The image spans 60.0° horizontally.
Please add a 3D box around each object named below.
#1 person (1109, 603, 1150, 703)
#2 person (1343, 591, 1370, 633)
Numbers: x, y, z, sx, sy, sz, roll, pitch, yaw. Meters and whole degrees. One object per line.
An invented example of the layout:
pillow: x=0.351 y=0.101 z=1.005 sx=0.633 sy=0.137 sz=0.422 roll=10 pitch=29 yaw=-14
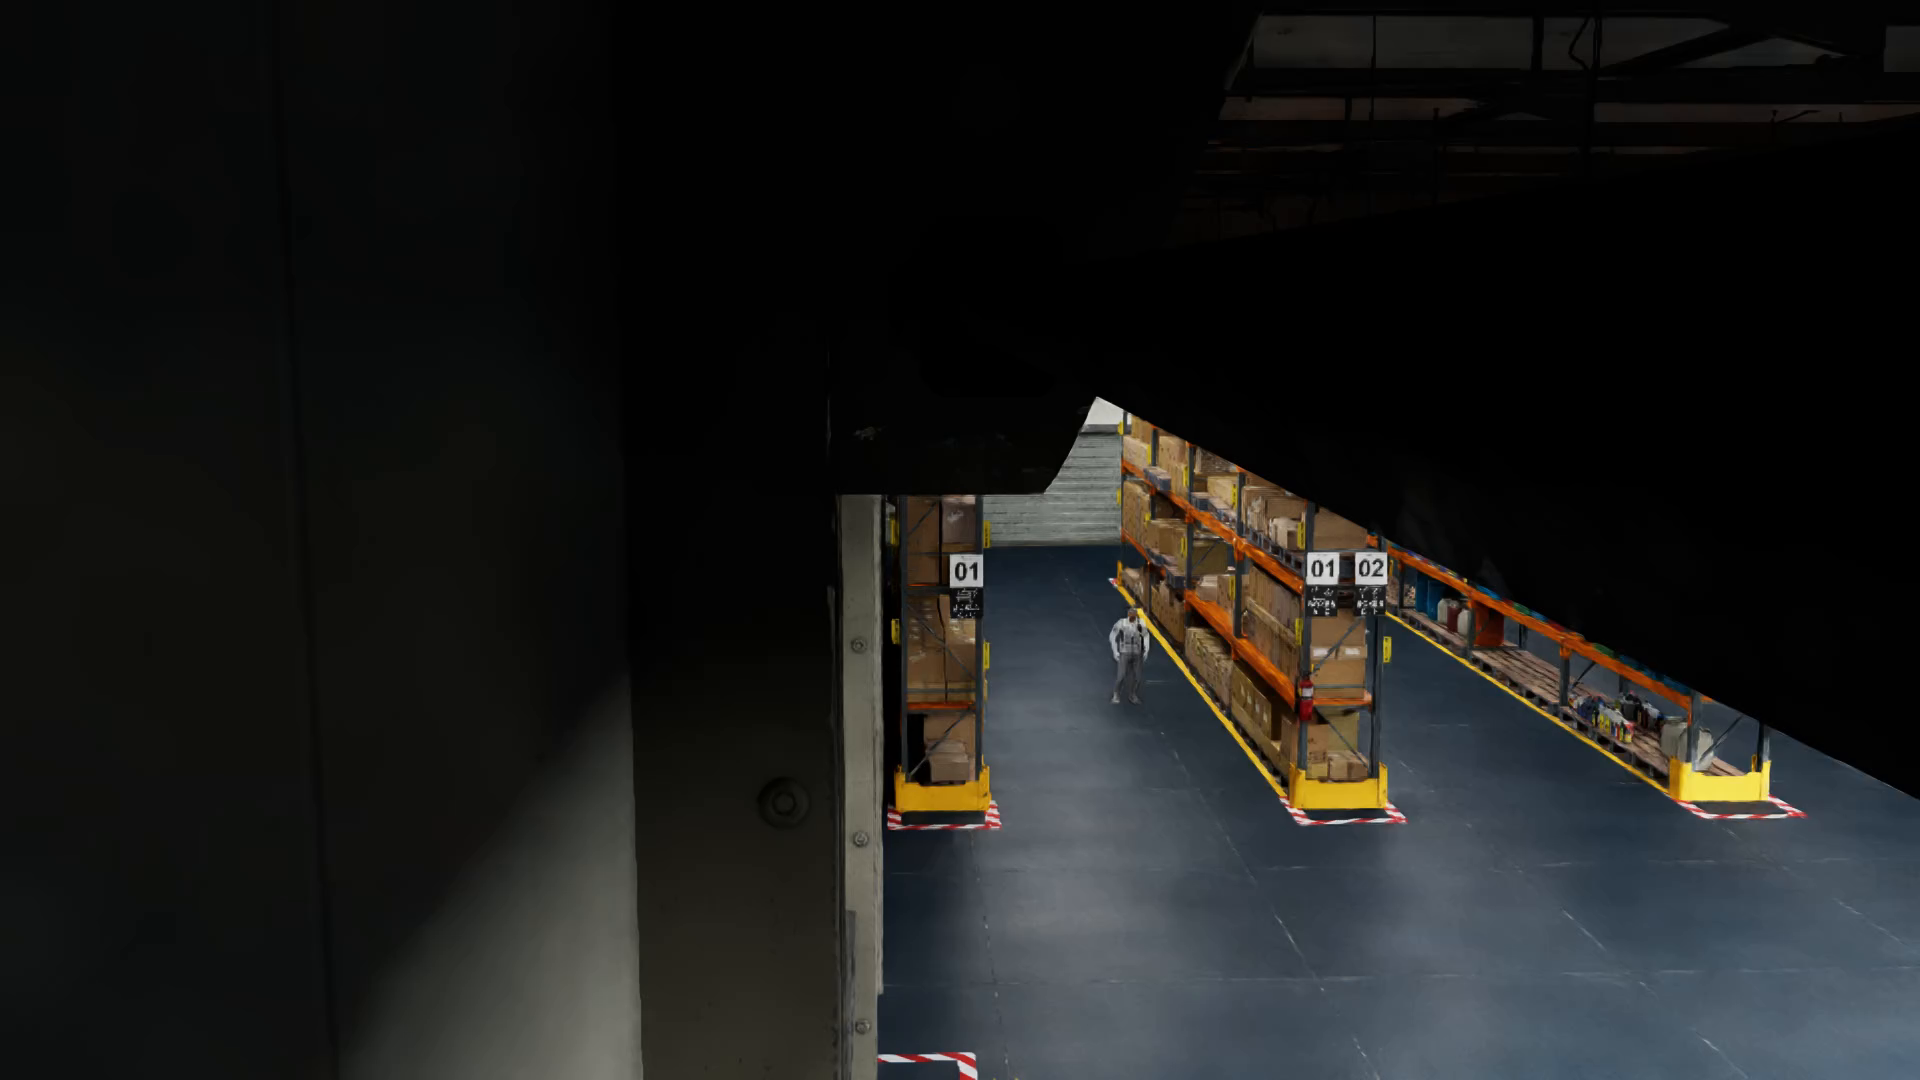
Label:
person: x=2.632 y=1.745 z=25.771 sx=0.639 sy=1.632 sz=0.506 roll=-1 pitch=8 yaw=-5
person: x=7.406 y=0.923 z=31.290 sx=0.448 sy=1.590 sz=1.099 roll=0 pitch=8 yaw=0
